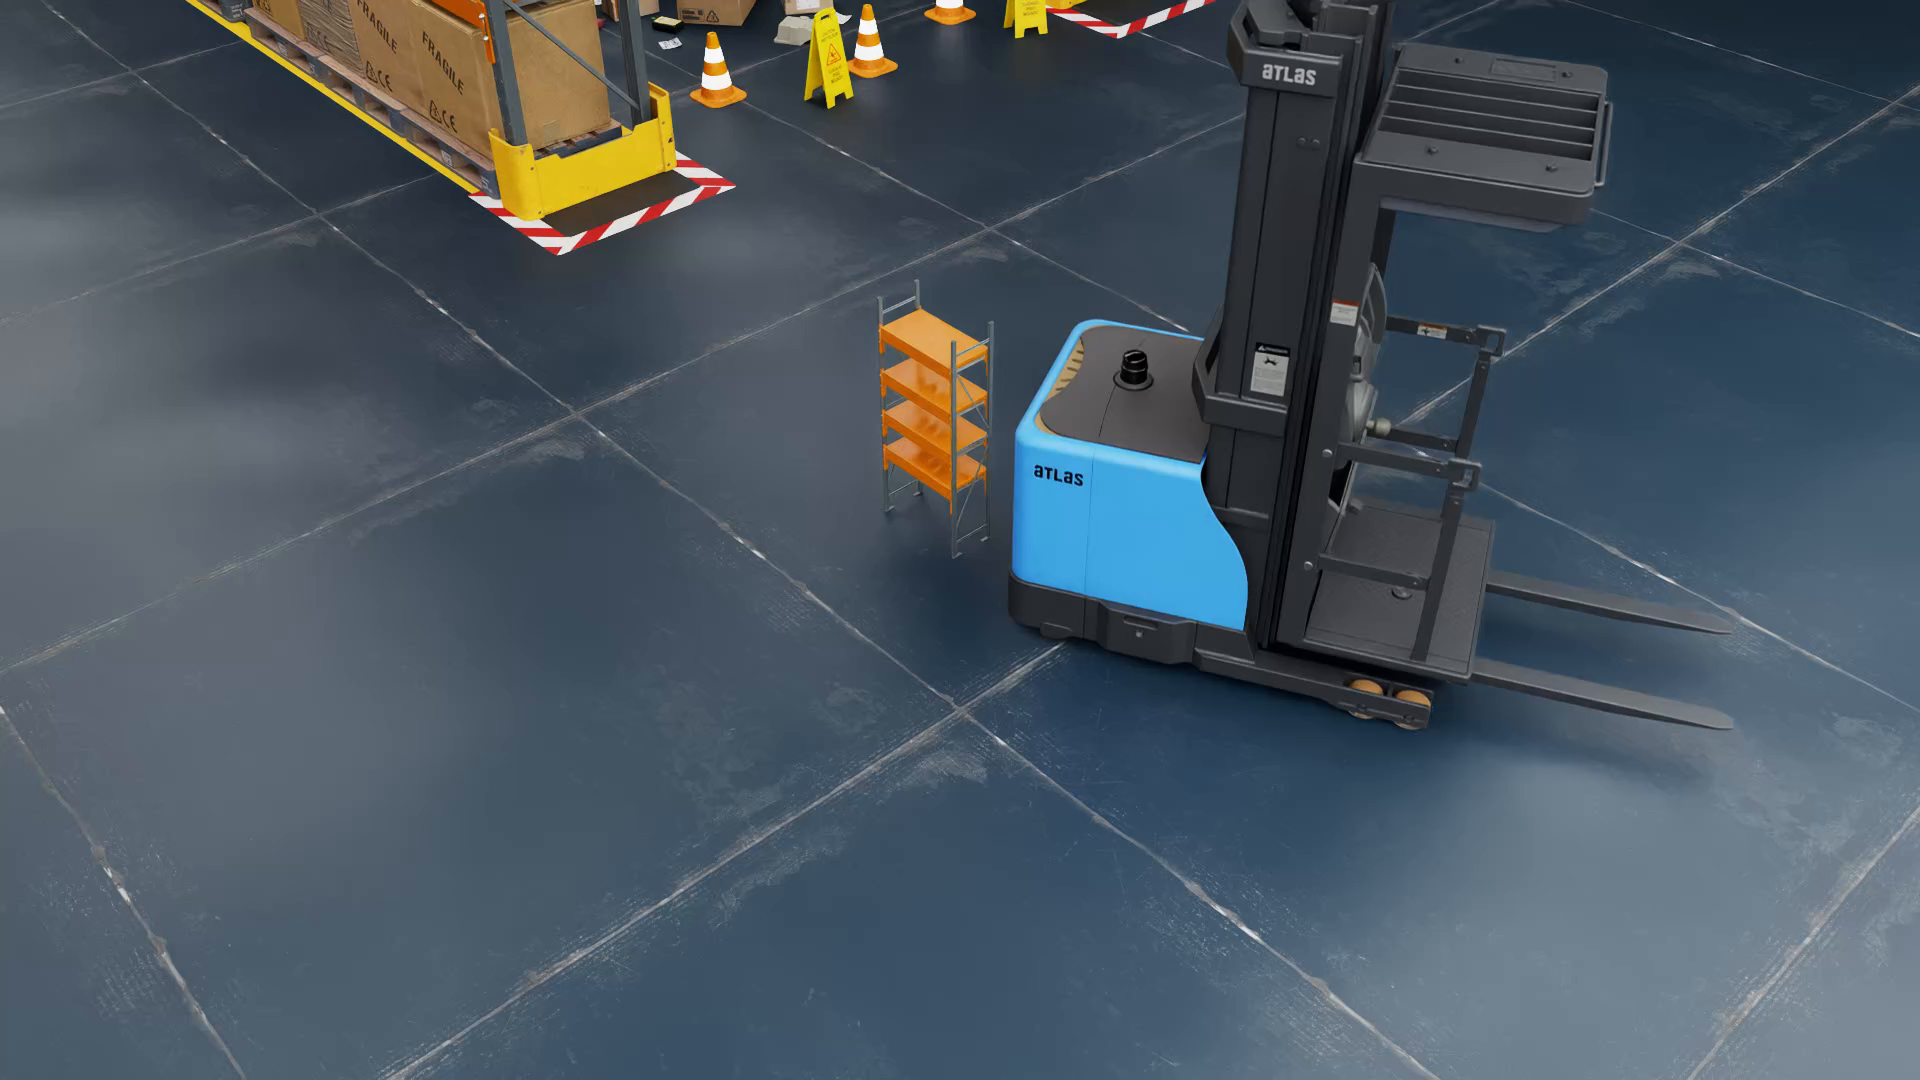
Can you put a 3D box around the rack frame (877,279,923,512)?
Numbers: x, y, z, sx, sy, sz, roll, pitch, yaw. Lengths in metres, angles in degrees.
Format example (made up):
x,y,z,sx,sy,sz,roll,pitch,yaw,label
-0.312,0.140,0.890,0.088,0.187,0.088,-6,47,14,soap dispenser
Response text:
x,y,z,sx,sy,sz,roll,pitch,yaw,label
-0.277,-0.656,7.816,0.240,1.200,0.015,-30,48,-32,rack frame

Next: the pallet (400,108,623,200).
x,y,z,sx,sy,sz,roll,pitch,yaw,label
-3.012,-2.741,11.184,1.003,0.211,1.213,-30,48,-32,pallet

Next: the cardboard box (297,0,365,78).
x,y,z,sx,sy,sz,roll,pitch,yaw,label
-4.133,-3.941,11.807,0.875,0.875,0.875,-30,47,-31,cardboard box

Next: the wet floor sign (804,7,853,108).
x,y,z,sx,sy,sz,roll,pitch,yaw,label
-0.936,-3.402,11.656,0.232,0.644,0.267,26,45,28,wet floor sign

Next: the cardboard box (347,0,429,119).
x,y,z,sx,sy,sz,roll,pitch,yaw,label
-3.518,-3.518,11.284,0.875,0.875,0.875,-31,48,-32,cardboard box

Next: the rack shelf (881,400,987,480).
x,y,z,sx,sy,sz,roll,pitch,yaw,label
-0.112,-0.491,7.718,0.258,0.148,0.480,-30,48,-32,rack shelf

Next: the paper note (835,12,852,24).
x,y,z,sx,sy,sz,roll,pitch,yaw,label
-0.941,-4.076,12.981,0.142,0.019,0.148,18,42,21,paper note

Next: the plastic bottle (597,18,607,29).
x,y,z,sx,sy,sz,roll,pitch,yaw,label
-2.853,-3.969,12.823,0.133,0.061,0.283,18,42,21,plastic bottle

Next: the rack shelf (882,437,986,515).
x,y,z,sx,sy,sz,roll,pitch,yaw,label
-0.112,-0.337,7.843,0.258,0.148,0.480,-30,48,-32,rack shelf

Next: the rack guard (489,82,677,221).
x,y,z,sx,sy,sz,roll,pitch,yaw,label
-2.397,-2.506,10.663,1.175,0.500,0.348,-30,48,-32,rack guard

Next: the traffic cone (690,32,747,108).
x,y,z,sx,sy,sz,roll,pitch,yaw,label
-1.727,-3.352,11.740,0.336,0.463,0.334,-30,48,-32,traffic cone

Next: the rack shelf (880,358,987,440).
x,y,z,sx,sy,sz,roll,pitch,yaw,label
-0.112,-0.665,7.577,0.258,0.148,0.480,-30,48,-32,rack shelf

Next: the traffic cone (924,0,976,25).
x,y,z,sx,sy,sz,roll,pitch,yaw,label
-0.077,-4.304,12.918,0.336,0.463,0.334,-30,48,-32,traffic cone

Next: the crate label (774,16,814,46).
x,y,z,sx,sy,sz,roll,pitch,yaw,label
-1.242,-3.885,12.660,0.298,0.136,0.250,11,40,13,crate label

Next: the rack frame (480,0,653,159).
x,y,z,sx,sy,sz,roll,pitch,yaw,label
-2.414,-3.489,9.891,1.000,3.000,0.127,-30,48,-32,rack frame

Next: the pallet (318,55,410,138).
x,y,z,sx,sy,sz,roll,pitch,yaw,label
-3.833,-3.306,11.883,1.003,0.211,1.213,-30,48,-32,pallet

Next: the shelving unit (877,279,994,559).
x,y,z,sx,sy,sz,roll,pitch,yaw,label
-0.112,-0.543,7.676,0.258,1.200,0.503,-30,48,-32,shelving unit

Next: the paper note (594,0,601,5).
x,y,z,sx,sy,sz,roll,pitch,yaw,label
-2.853,-4.332,13.303,0.172,0.023,0.155,-15,41,-17,paper note

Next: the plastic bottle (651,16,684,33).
x,y,z,sx,sy,sz,roll,pitch,yaw,label
-2.283,-3.986,12.845,0.283,0.061,0.133,18,42,21,plastic bottle

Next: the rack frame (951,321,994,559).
x,y,z,sx,sy,sz,roll,pitch,yaw,label
0.053,-0.430,7.536,0.240,1.200,0.015,-30,48,-32,rack frame

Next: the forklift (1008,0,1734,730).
x,y,z,sx,sy,sz,roll,pitch,yaw,label
1.787,-0.724,6.522,3.031,2.935,1.130,13,41,15,forklift

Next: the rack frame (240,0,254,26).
x,y,z,sx,sy,sz,roll,pitch,yaw,label
-5.119,-5.341,12.183,1.000,3.000,0.127,-30,48,-32,rack frame

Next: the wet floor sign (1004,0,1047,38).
x,y,z,sx,sy,sz,roll,pitch,yaw,label
0.505,-4.181,12.621,0.267,0.644,0.232,-15,41,-17,wet floor sign

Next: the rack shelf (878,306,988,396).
x,y,z,sx,sy,sz,roll,pitch,yaw,label
-0.112,-0.849,7.429,0.258,0.148,0.480,-30,48,-32,rack shelf

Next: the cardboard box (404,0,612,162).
x,y,z,sx,sy,sz,roll,pitch,yaw,label
-2.921,-3.112,10.780,0.875,0.875,0.875,-30,47,-32,cardboard box

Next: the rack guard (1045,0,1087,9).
x,y,z,sx,sy,sz,roll,pitch,yaw,label
1.113,-4.702,13.382,1.175,0.500,0.348,-30,48,-32,rack guard

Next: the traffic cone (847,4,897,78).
x,y,z,sx,sy,sz,roll,pitch,yaw,label
-0.664,-3.675,12.139,0.336,0.463,0.334,-30,48,-32,traffic cone

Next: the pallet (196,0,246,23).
x,y,z,sx,sy,sz,roll,pitch,yaw,label
-5.696,-4.581,13.462,1.003,0.211,1.213,-30,48,-32,pallet

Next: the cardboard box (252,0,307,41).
x,y,z,sx,sy,sz,roll,pitch,yaw,label
-4.745,-4.357,12.322,0.875,0.875,0.875,-29,47,-31,cardboard box

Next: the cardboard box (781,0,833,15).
x,y,z,sx,sy,sz,roll,pitch,yaw,label
-1.210,-4.279,13.137,0.380,0.149,0.250,-8,40,-10,cardboard box

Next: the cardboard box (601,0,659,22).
x,y,z,sx,sy,sz,roll,pitch,yaw,label
-2.600,-4.264,13.026,0.396,0.266,0.258,-22,44,-25,cardboard box

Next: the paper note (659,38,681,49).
x,y,z,sx,sy,sz,roll,pitch,yaw,label
-2.195,-3.762,12.592,0.144,0.017,0.142,-15,41,-17,paper note

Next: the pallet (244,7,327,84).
x,y,z,sx,sy,sz,roll,pitch,yaw,label
-4.662,-3.871,12.582,1.003,0.211,1.213,-30,48,-32,pallet

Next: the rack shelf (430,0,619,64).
x,y,z,sx,sy,sz,roll,pitch,yaw,label
-3.766,-4.135,11.263,1.077,0.370,4.000,-30,48,-32,rack shelf

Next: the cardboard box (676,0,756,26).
x,y,z,sx,sy,sz,roll,pitch,yaw,label
-1.889,-4.406,13.012,0.637,0.503,0.797,5,39,6,cardboard box
